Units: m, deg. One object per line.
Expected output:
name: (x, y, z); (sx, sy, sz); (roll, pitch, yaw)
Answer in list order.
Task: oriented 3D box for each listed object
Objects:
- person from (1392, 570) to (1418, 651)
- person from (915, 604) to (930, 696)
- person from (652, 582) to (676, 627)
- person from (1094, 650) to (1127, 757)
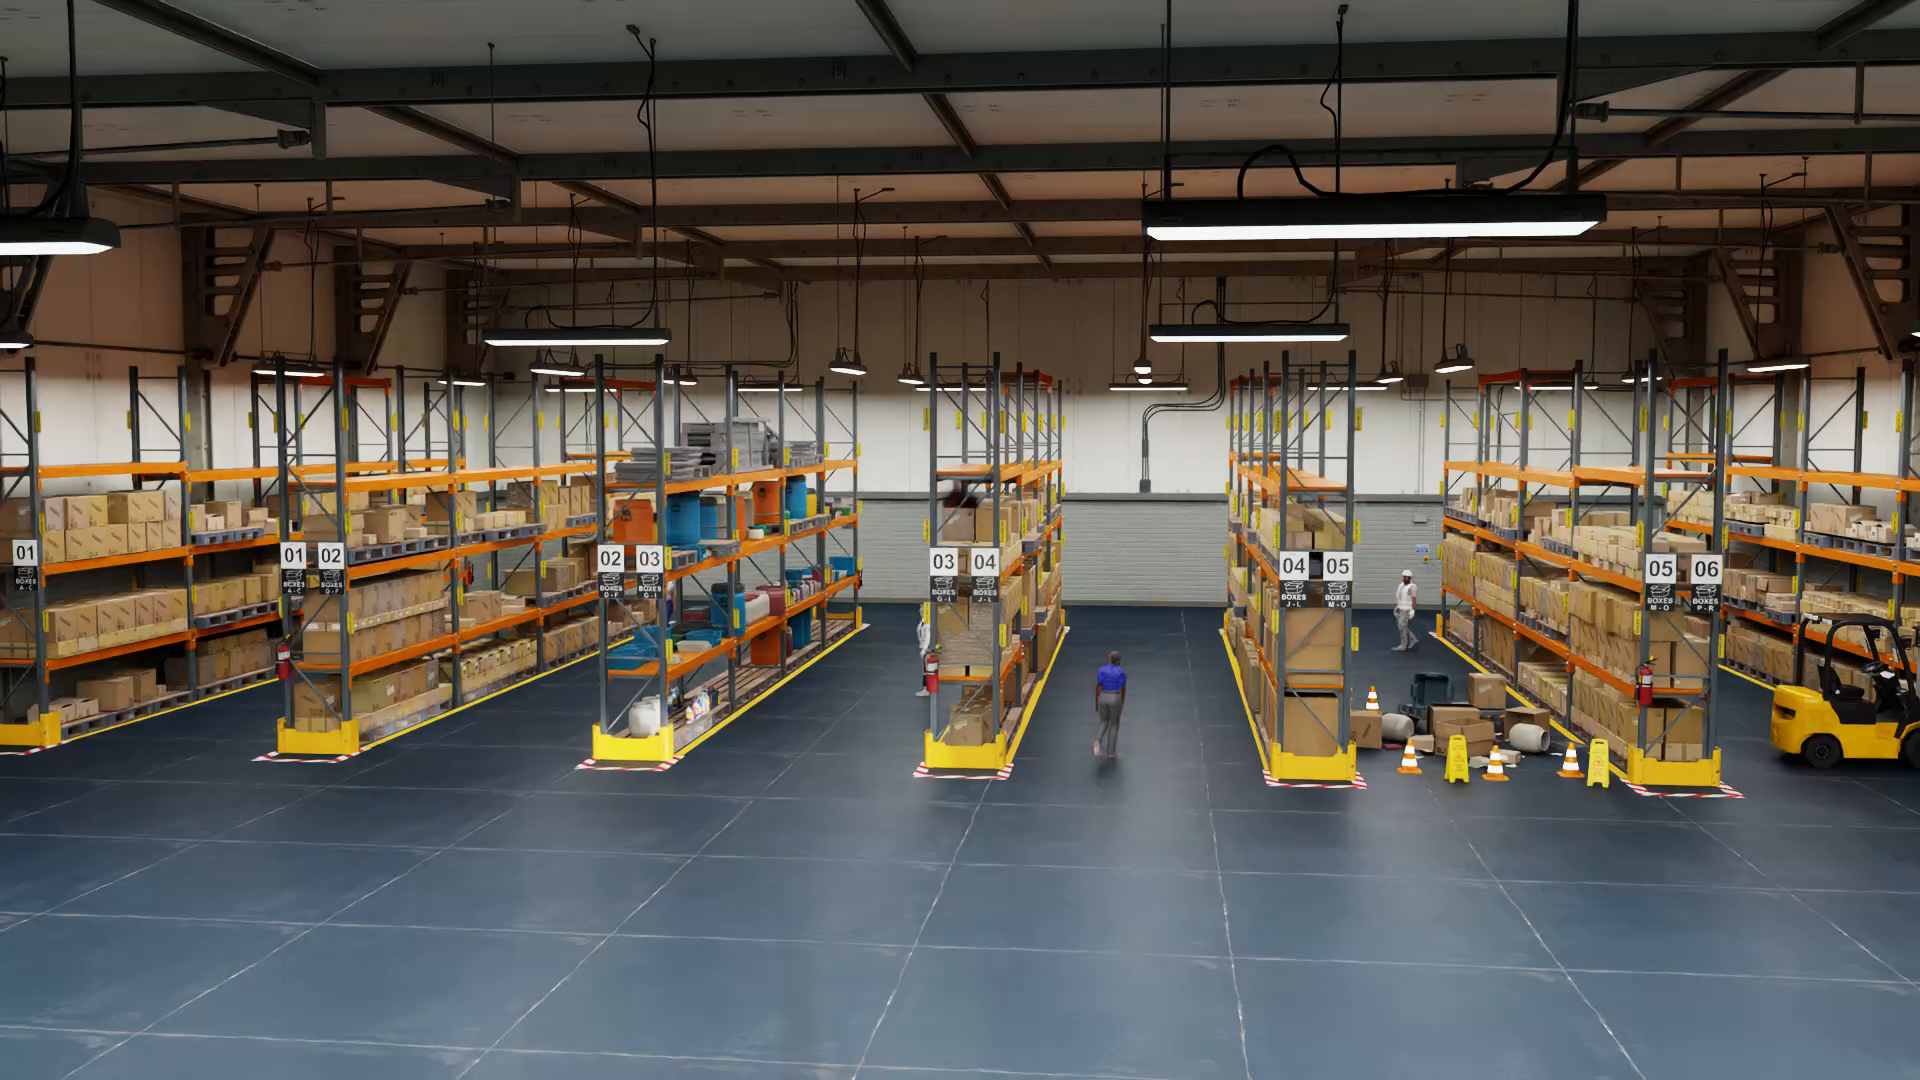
person: (9.789, 1.545, 36.508); (0.618, 1.789, 0.573); (0, 4, -1)
person: (-0.644, 2.007, 30.414); (0.396, 1.688, 0.498); (-1, 4, -17)
person: (-6.785, 1.509, 38.086); (0.466, 1.606, 0.929); (1, 4, 12)
person: (2.243, 2.431, 24.719); (0.462, 1.622, 0.508); (3, 5, 34)
